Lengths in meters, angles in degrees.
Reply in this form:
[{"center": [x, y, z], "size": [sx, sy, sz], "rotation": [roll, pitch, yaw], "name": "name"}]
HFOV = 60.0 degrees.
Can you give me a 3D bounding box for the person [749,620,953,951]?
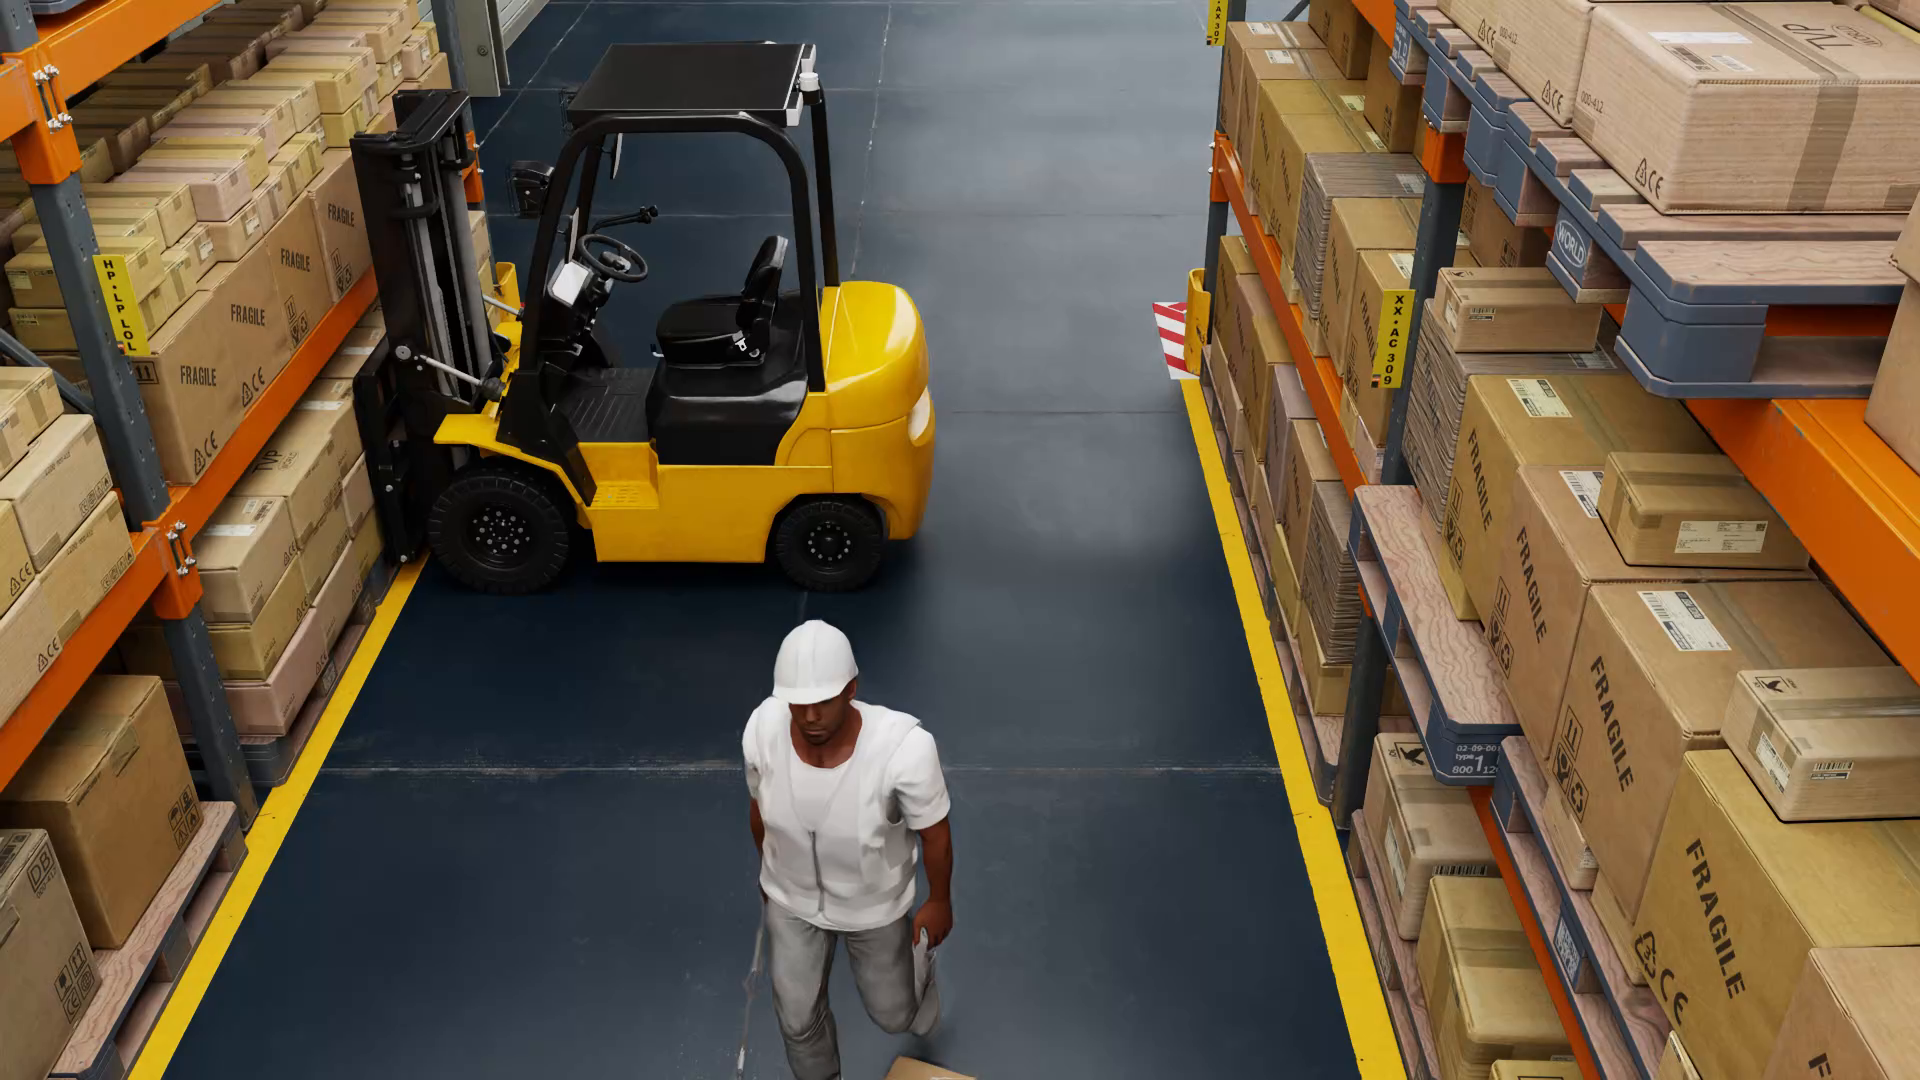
[{"center": [-0.312, 0.680, 4.351], "size": [0.587, 1.082, 0.371], "rotation": [8, 32, 12], "name": "person"}]
